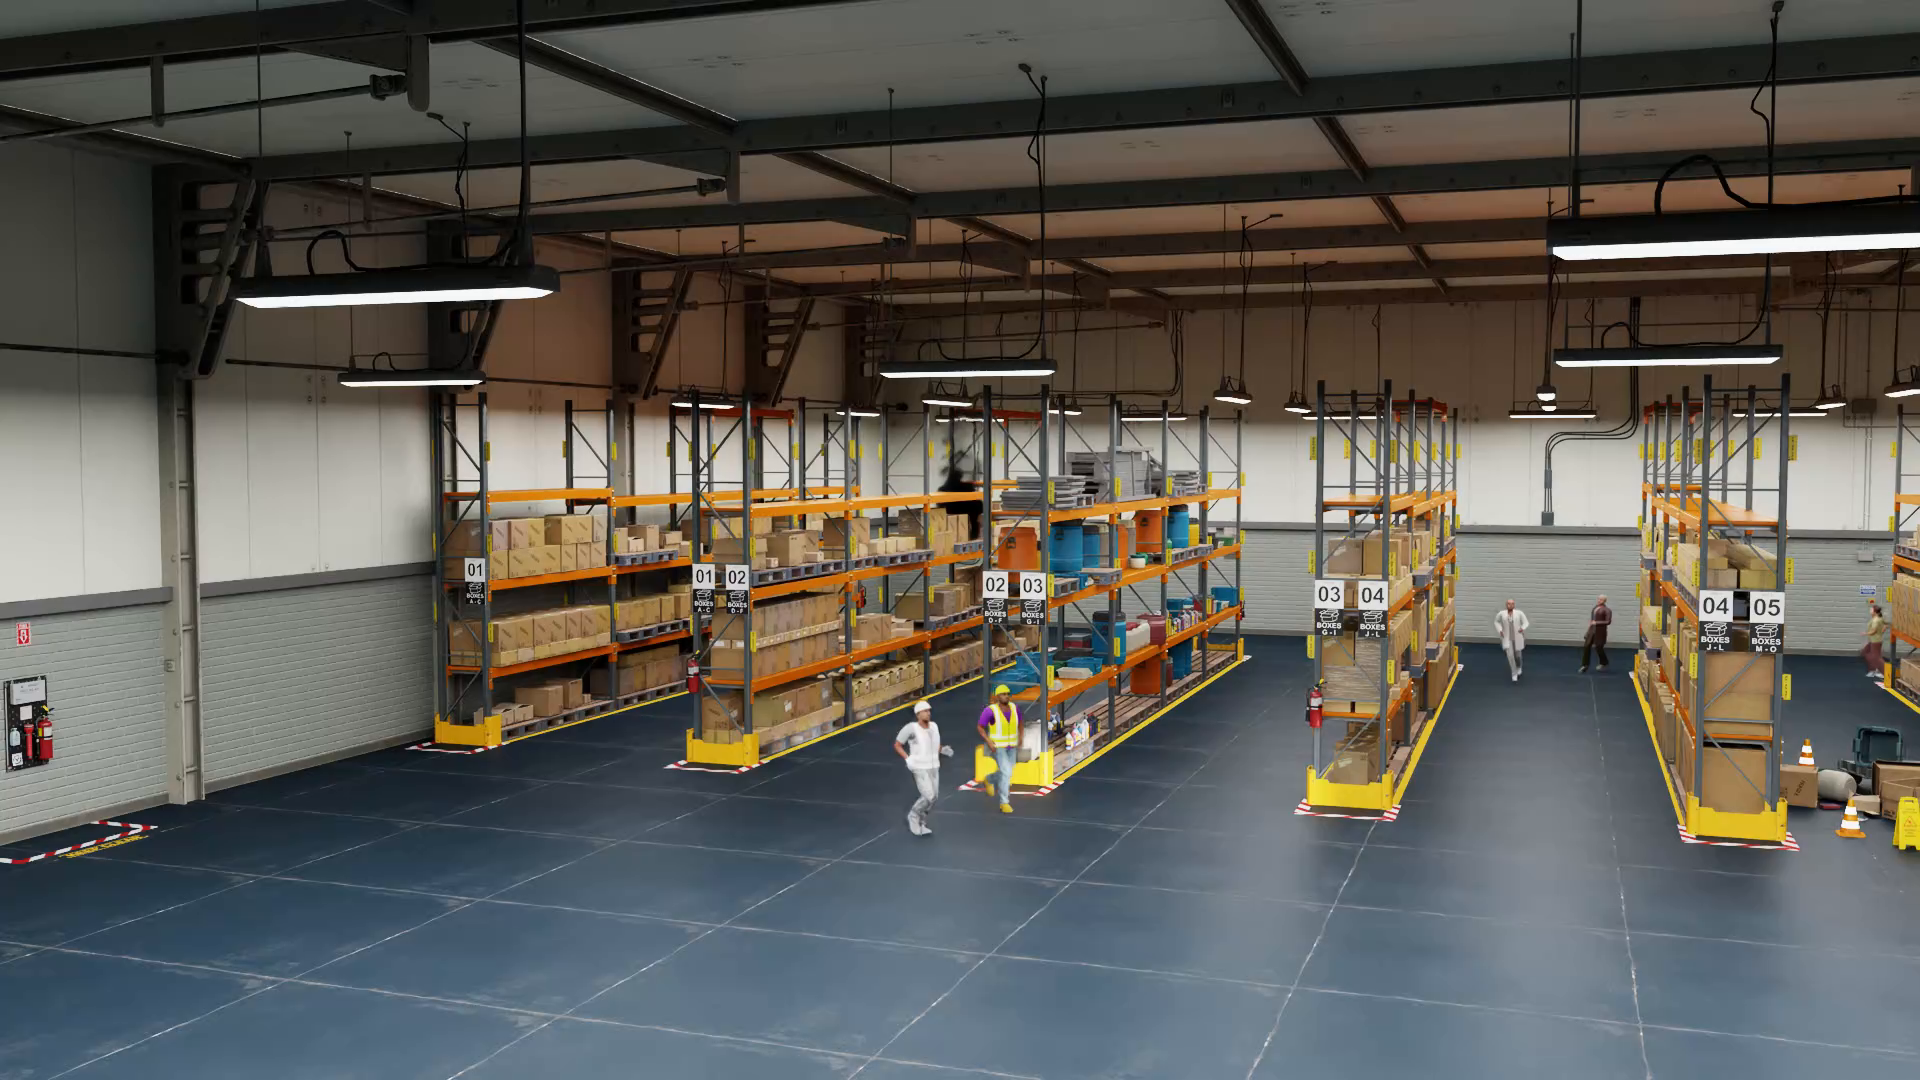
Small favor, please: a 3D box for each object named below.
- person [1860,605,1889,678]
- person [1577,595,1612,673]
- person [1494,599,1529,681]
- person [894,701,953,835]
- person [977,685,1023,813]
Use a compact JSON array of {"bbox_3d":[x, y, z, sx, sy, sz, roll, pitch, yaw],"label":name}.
[{"bbox_3d":[20.135,2.243,36.561,0.622,1.651,0.619,2,4,32],"label":"person"},{"bbox_3d":[14.463,2.128,37.557,0.876,1.808,0.687,-2,3,-27],"label":"person"},{"bbox_3d":[12.138,2.185,36.629,0.725,1.770,0.886,1,3,17],"label":"person"},{"bbox_3d":[-0.423,2.967,21.565,0.610,1.742,0.667,3,4,44],"label":"person"},{"bbox_3d":[0.568,2.889,23.318,0.715,1.757,0.771,-2,4,-32],"label":"person"}]
